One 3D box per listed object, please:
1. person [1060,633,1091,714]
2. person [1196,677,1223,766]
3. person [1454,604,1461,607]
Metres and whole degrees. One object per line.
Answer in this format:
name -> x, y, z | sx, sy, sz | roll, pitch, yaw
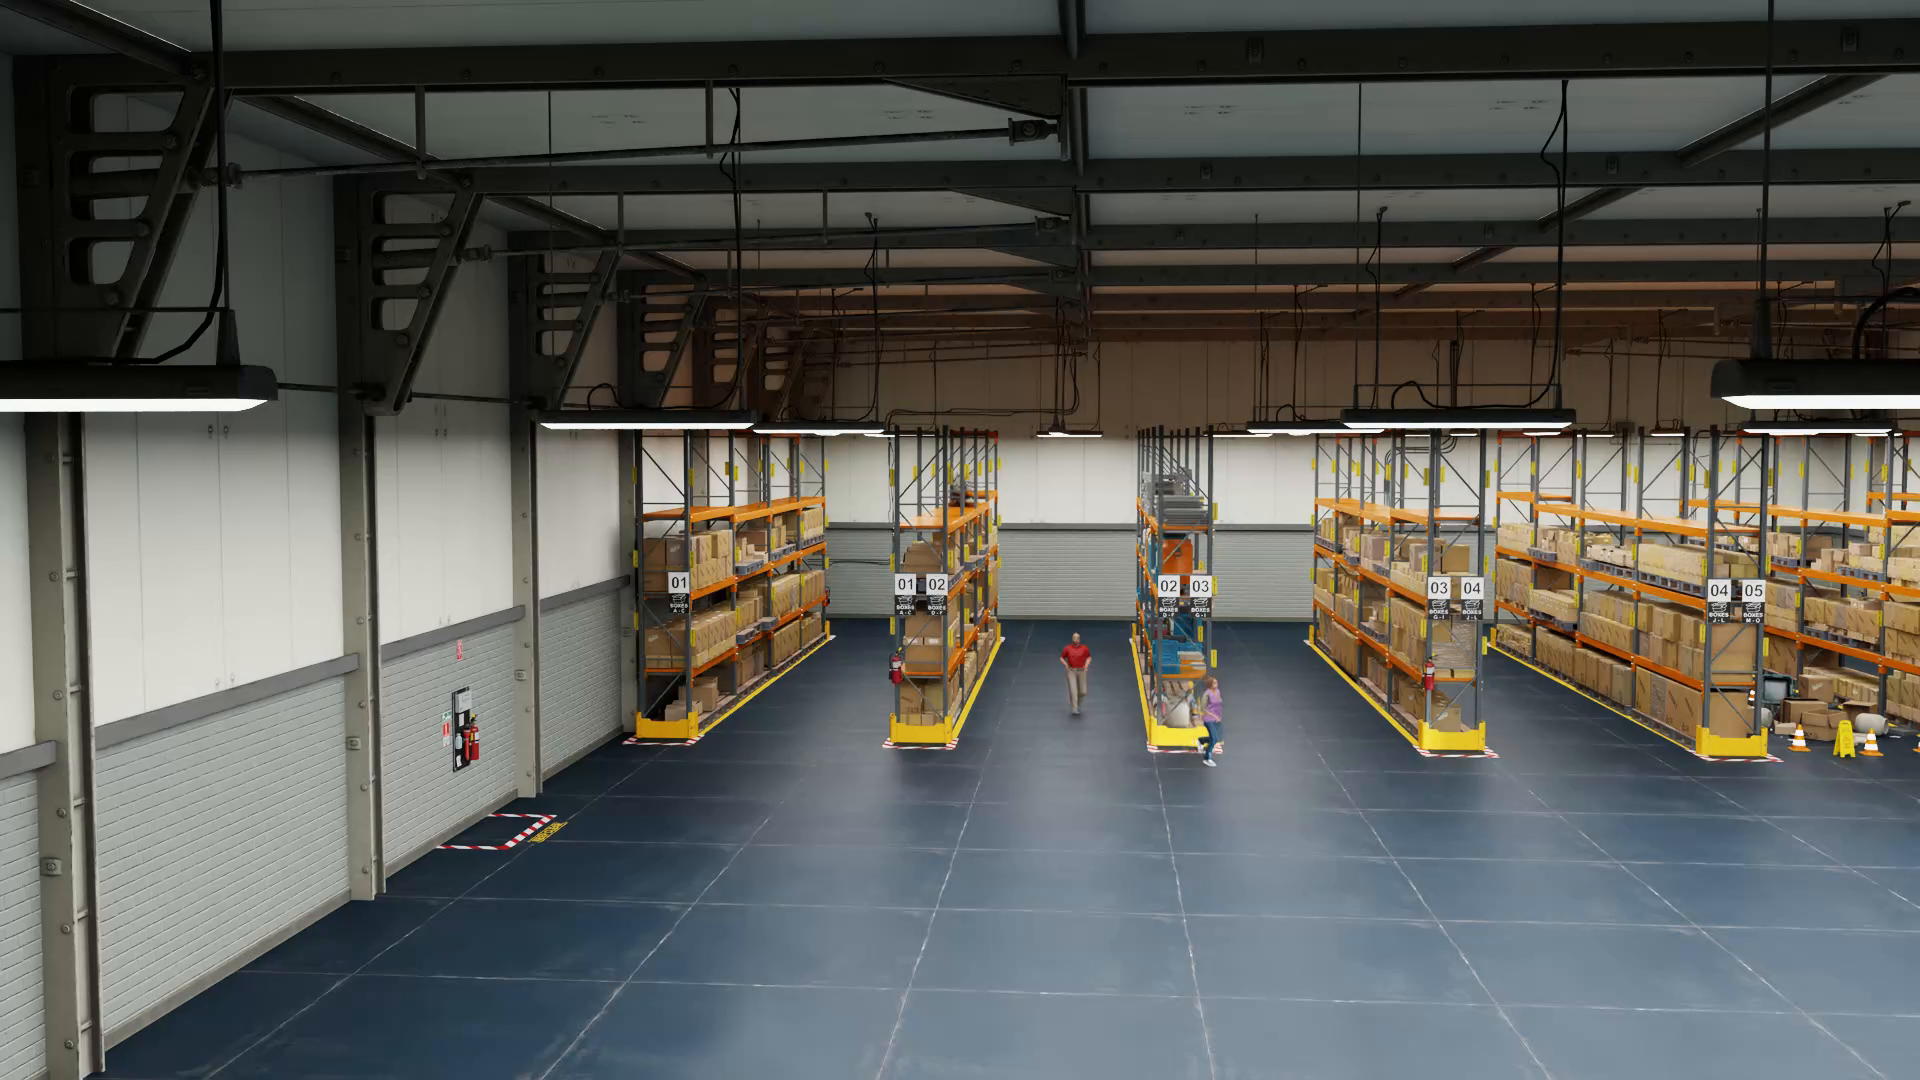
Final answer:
person -> 2.431, 2.786, 34.868 | 0.661, 1.673, 0.628 | 0, 3, -4
person -> 4.426, 3.190, 29.345 | 0.566, 1.571, 0.623 | -3, 5, -42
person -> 13.681, 2.082, 45.989 | 0.690, 1.801, 0.903 | 2, 4, 31
